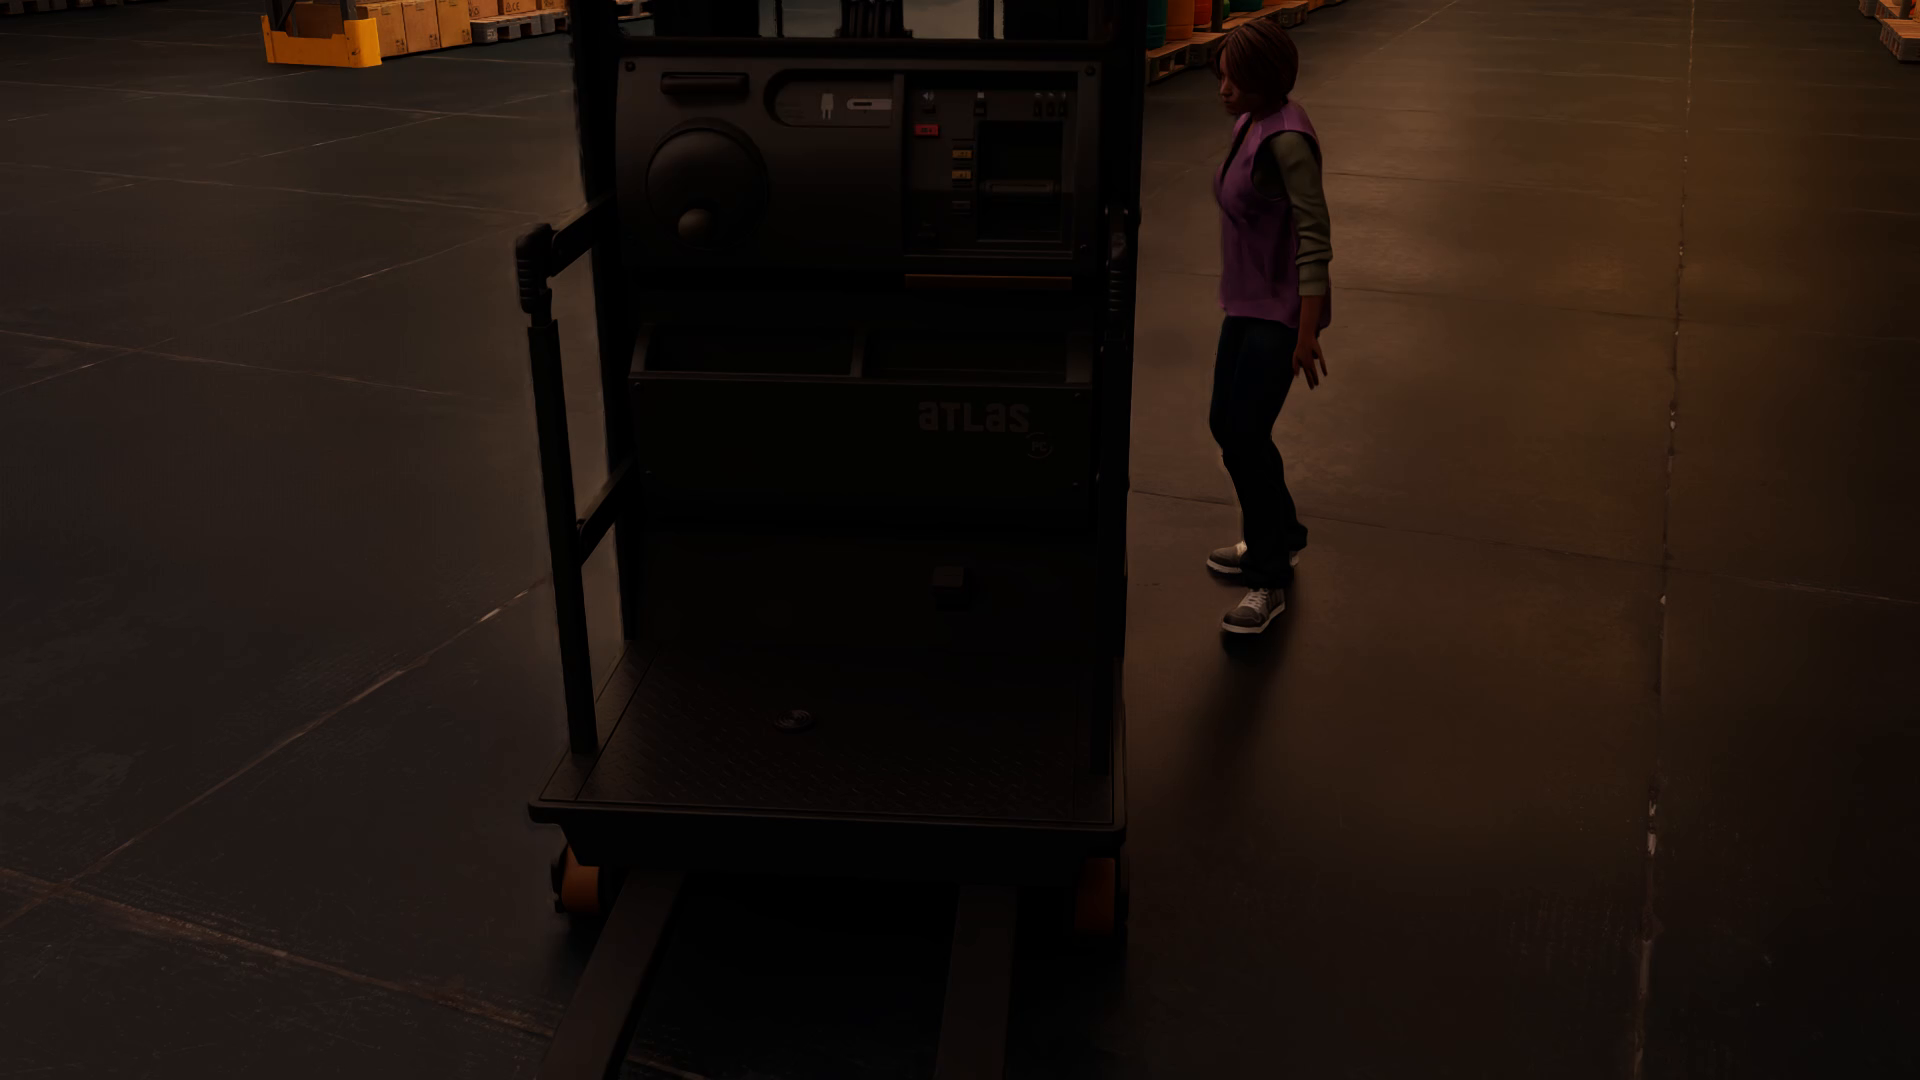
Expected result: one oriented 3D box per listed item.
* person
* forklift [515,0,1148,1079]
[{"bbox_3d":[0.832,-0.586,4.488,0.381,1.566,0.728,-2,23,-5],"label":"person"},{"bbox_3d":[-0.211,-0.708,2.985,1.130,2.935,3.031,2,23,4],"label":"forklift"}]
